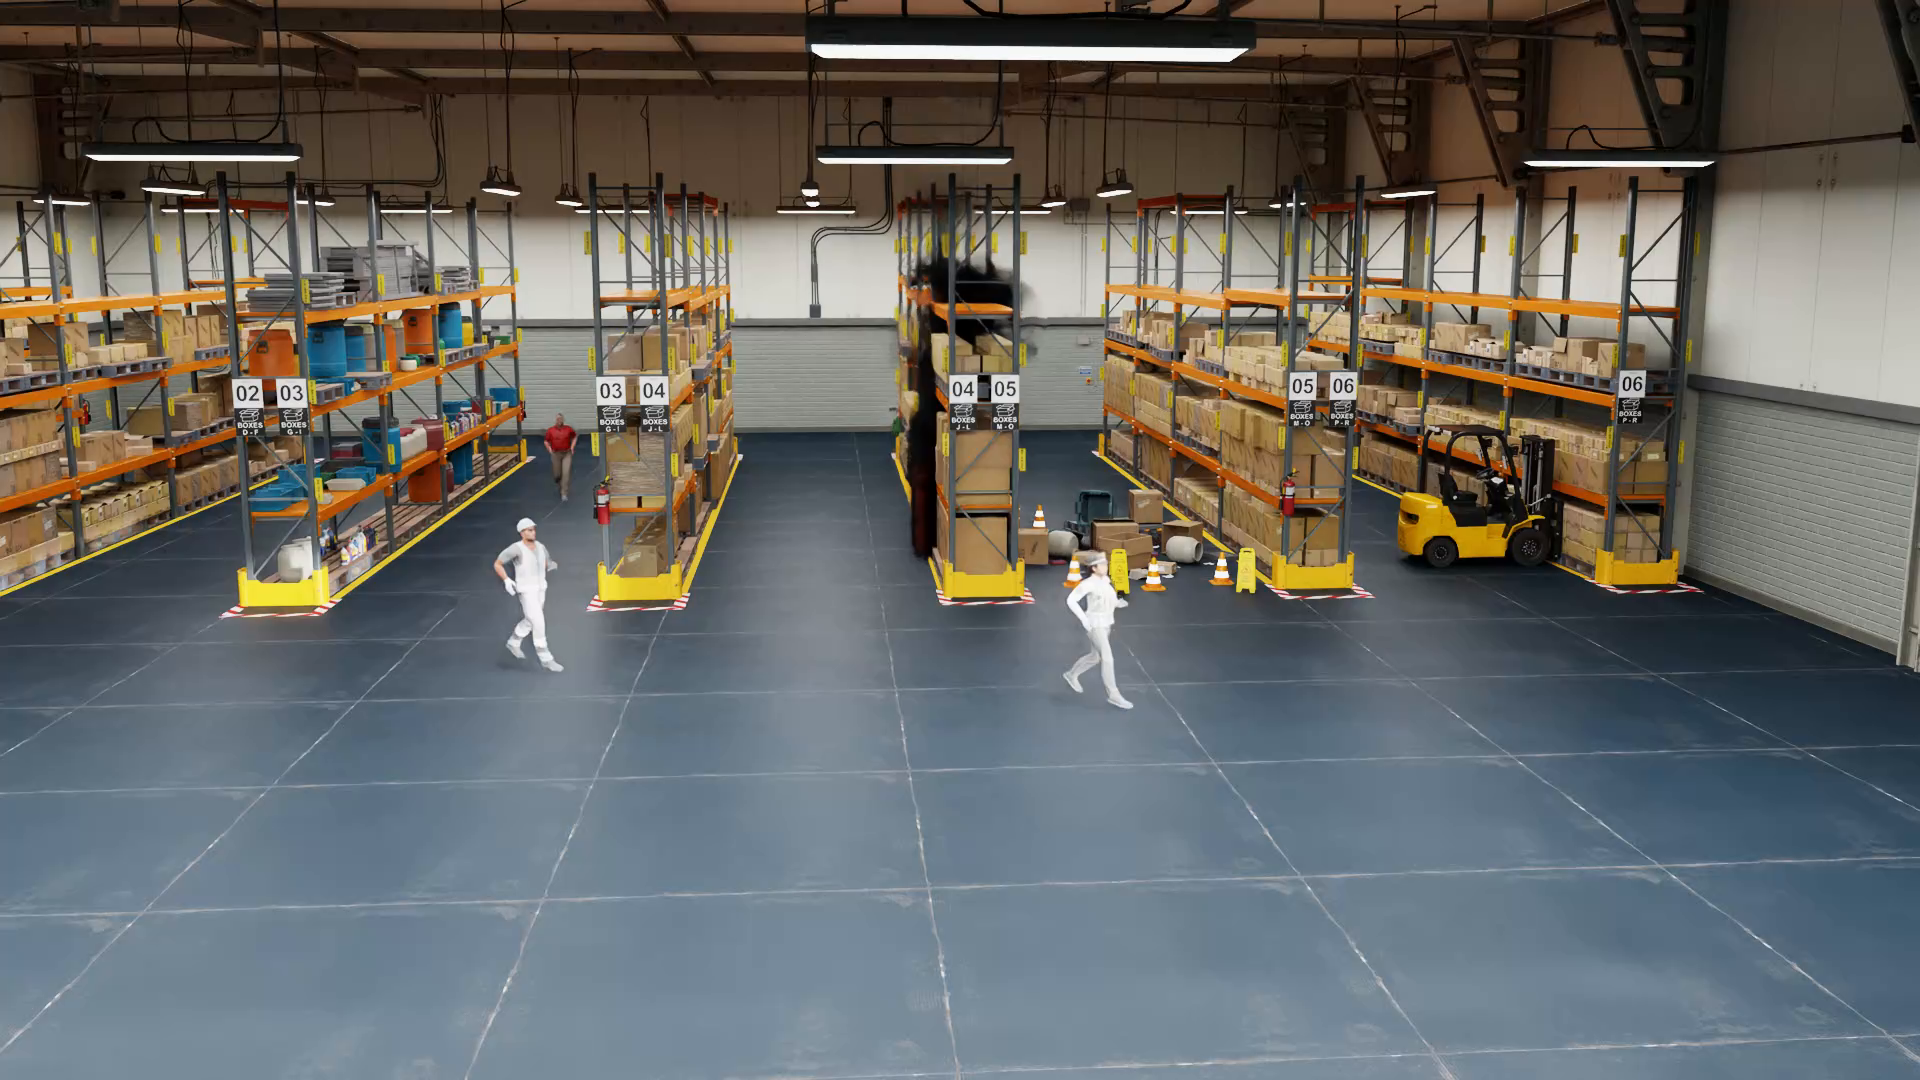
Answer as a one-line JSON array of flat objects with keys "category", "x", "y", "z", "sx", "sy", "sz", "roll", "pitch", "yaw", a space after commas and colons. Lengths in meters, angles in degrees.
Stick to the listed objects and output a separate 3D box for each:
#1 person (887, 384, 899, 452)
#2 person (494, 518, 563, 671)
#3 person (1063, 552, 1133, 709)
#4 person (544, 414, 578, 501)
[{"category": "person", "x": -1.429, "y": -3.004, "z": 40.774, "sx": 0.640, "sy": 1.726, "sz": 0.685, "roll": -4, "pitch": 11, "yaw": -20}, {"category": "person", "x": -5.118, "y": 0.624, "z": 19.837, "sx": 0.979, "sy": 1.786, "sz": 0.661, "roll": 5, "pitch": 11, "yaw": 27}, {"category": "person", "x": 1.517, "y": 0.955, "z": 18.299, "sx": 0.936, "sy": 1.687, "sz": 0.610, "roll": 7, "pitch": 12, "yaw": 33}, {"category": "person", "x": -8.008, "y": -1.675, "z": 33.384, "sx": 0.645, "sy": 1.717, "sz": 0.816, "roll": -3, "pitch": 10, "yaw": -15}]
